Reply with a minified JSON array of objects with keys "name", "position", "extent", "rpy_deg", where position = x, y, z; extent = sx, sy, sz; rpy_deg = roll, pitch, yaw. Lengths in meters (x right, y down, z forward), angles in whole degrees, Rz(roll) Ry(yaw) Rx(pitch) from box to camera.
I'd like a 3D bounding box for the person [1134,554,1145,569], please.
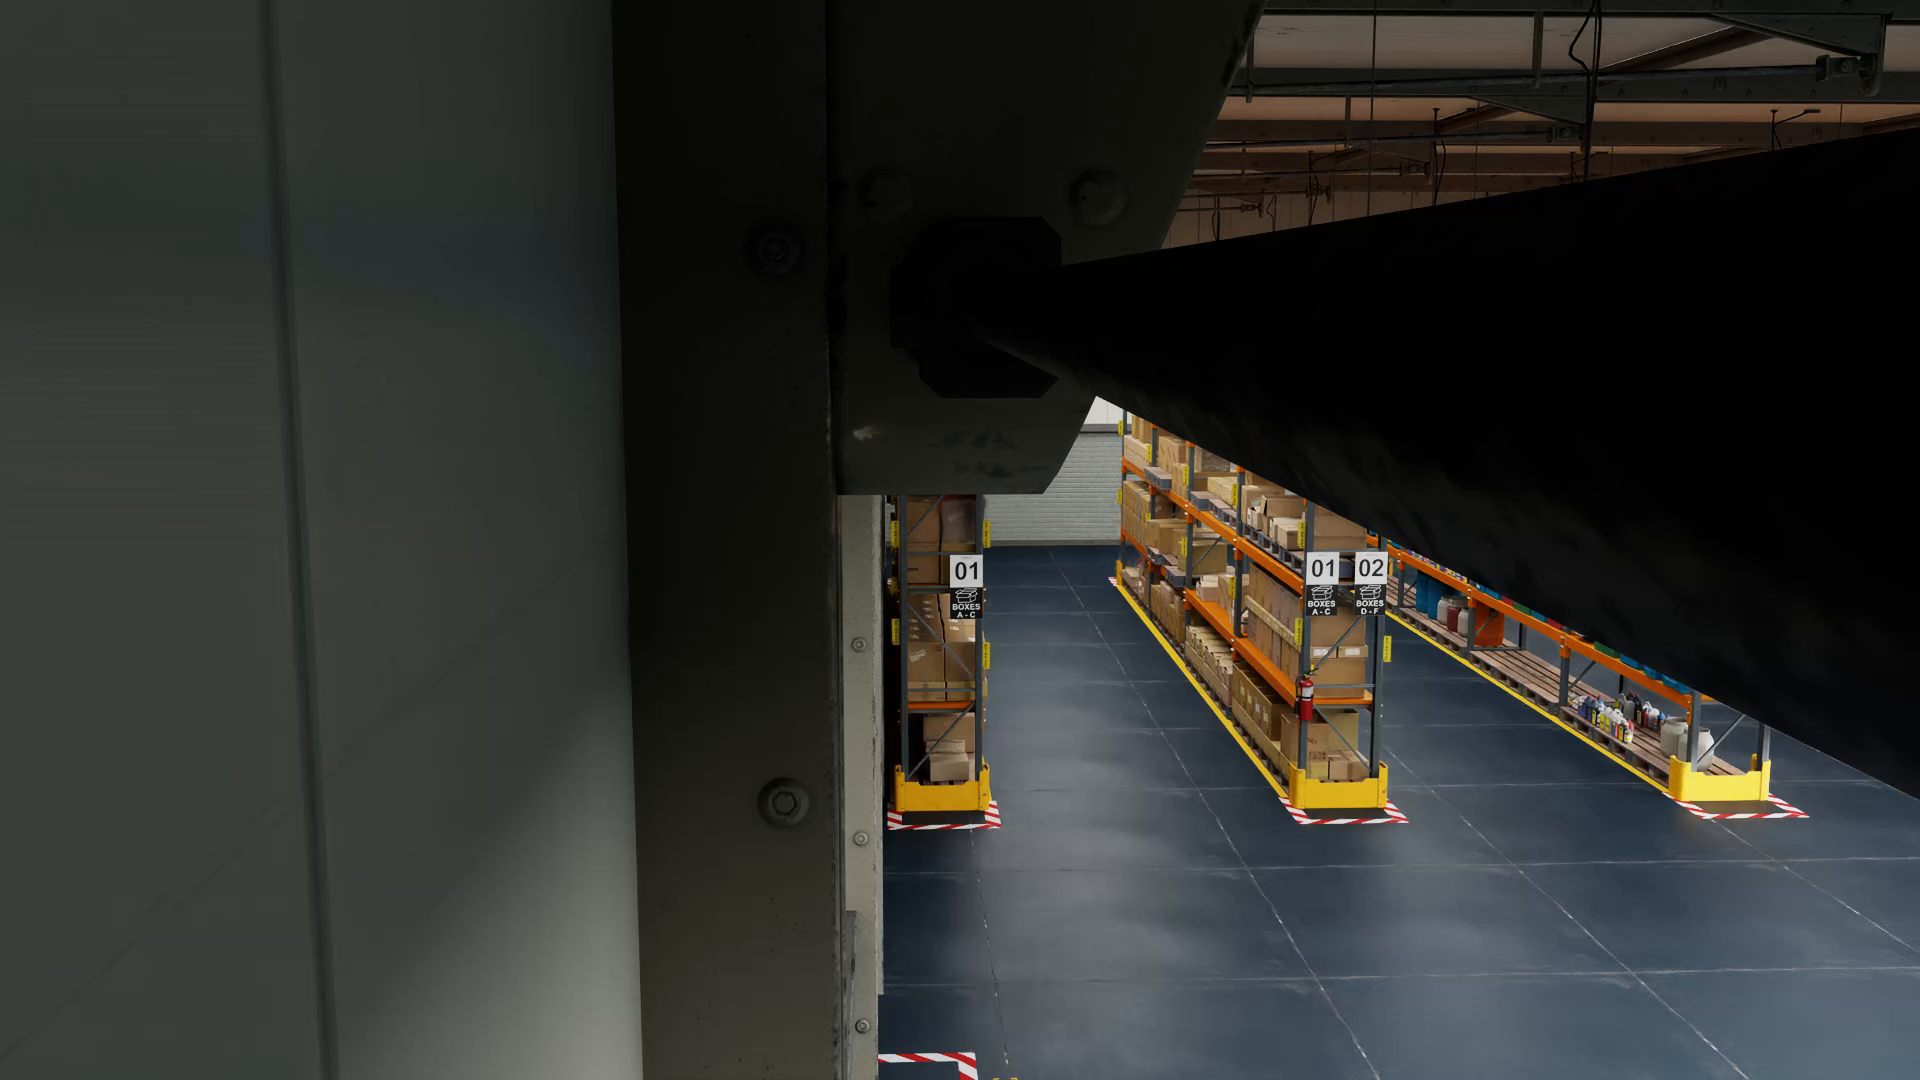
[{"name":"person","position":[4.230,-0.002,37.512],"extent":[0.648,1.658,0.599],"rpy_deg":[2,9,14]}]
